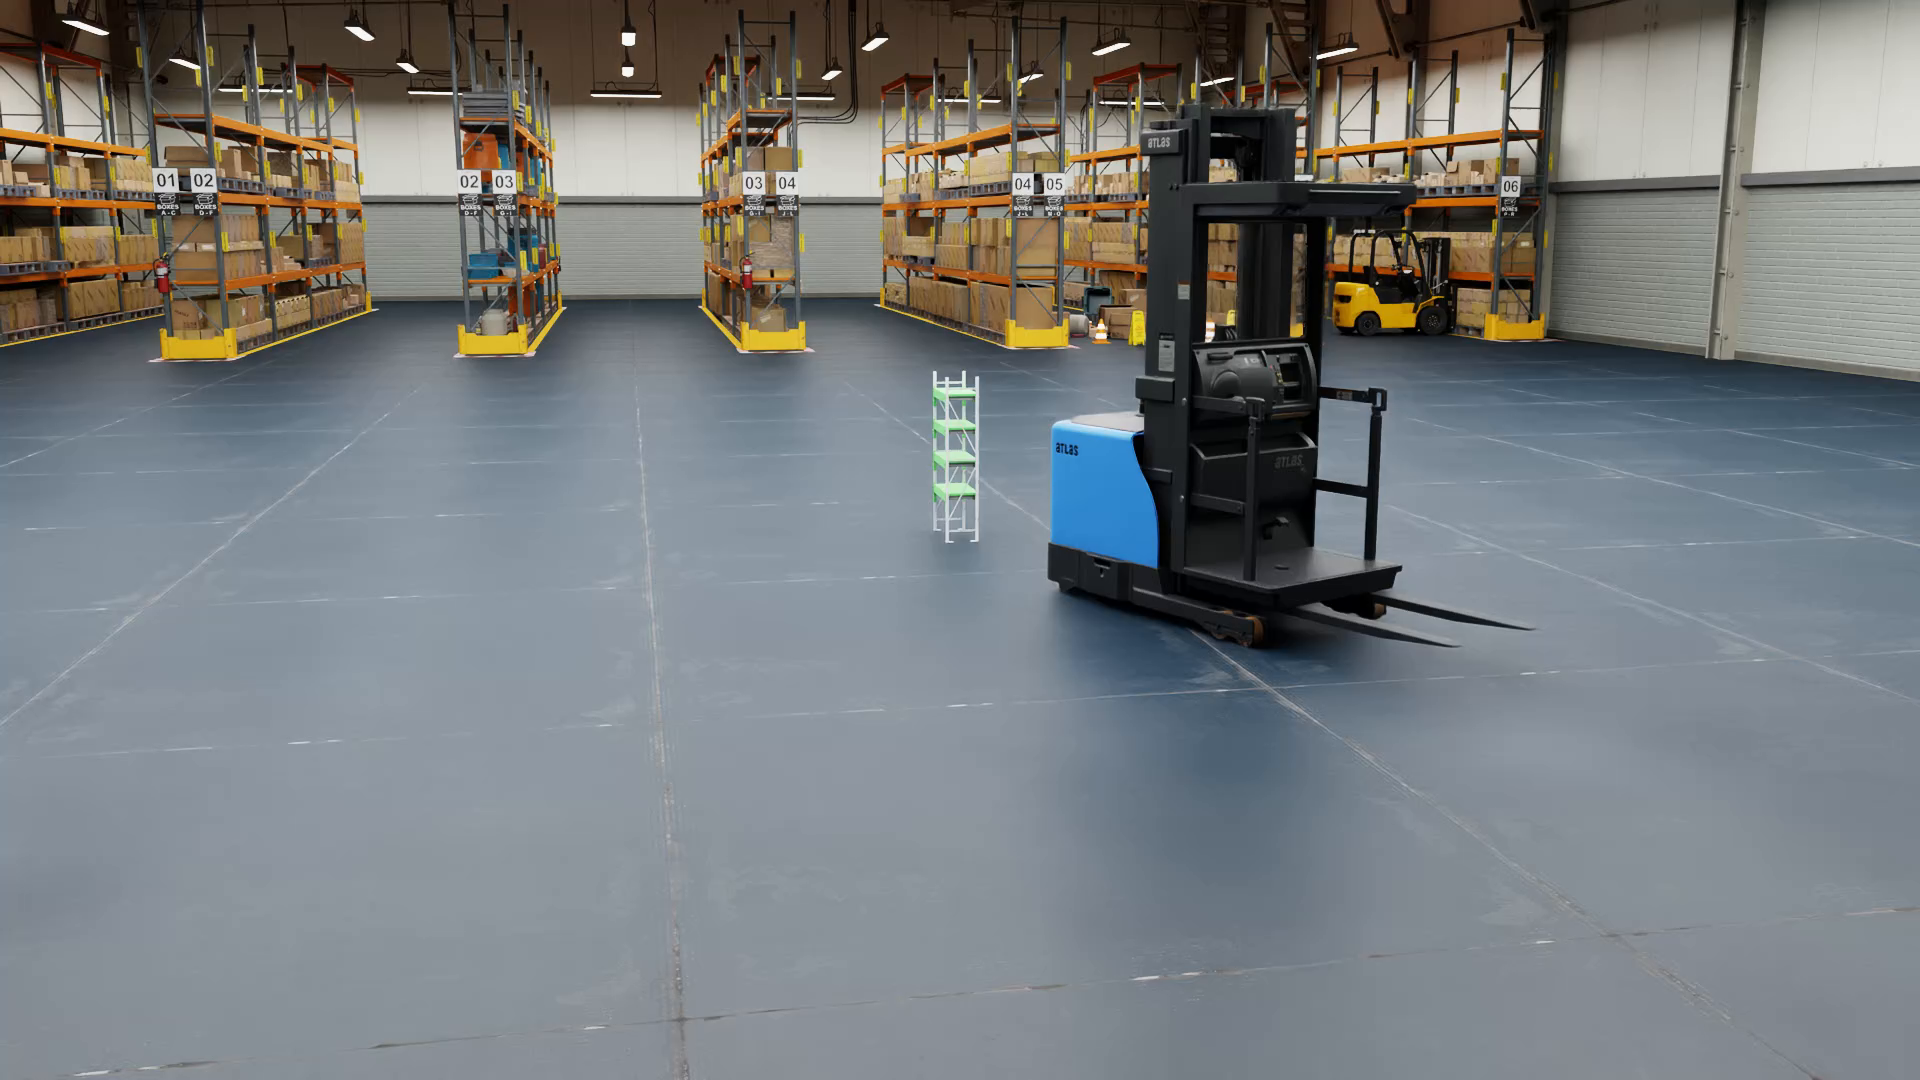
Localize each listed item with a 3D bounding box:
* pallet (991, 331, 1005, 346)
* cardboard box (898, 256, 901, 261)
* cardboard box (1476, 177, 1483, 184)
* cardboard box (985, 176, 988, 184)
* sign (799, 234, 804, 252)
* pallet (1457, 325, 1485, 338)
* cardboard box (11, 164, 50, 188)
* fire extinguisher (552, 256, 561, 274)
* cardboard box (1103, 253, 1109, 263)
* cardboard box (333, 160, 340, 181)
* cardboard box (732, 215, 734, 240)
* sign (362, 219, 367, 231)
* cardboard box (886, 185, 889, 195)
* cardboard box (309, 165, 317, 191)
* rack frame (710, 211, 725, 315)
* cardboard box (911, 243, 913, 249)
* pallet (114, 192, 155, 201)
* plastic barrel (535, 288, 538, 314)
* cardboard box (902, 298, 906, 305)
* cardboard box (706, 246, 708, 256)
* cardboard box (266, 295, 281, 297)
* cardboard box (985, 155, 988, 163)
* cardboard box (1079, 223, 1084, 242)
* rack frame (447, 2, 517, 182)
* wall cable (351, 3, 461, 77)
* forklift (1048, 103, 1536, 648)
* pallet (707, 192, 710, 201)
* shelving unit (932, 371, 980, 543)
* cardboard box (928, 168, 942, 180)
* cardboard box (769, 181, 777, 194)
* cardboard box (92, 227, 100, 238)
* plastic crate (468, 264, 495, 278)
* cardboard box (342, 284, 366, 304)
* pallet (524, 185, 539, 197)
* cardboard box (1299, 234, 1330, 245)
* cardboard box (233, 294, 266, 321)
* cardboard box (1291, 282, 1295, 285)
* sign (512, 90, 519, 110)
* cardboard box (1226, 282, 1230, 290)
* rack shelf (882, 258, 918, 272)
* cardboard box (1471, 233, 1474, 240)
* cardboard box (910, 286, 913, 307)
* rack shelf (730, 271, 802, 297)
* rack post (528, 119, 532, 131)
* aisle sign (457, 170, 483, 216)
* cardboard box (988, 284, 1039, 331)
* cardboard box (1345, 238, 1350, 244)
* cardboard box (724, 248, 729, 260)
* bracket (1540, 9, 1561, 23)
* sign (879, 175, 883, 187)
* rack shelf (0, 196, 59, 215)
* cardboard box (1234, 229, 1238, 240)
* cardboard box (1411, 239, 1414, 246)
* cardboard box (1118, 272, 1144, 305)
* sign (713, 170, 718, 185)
[{"bbox_3d":[1.219,-3.927,32.263,1.003,0.211,1.213,-2,11,-11],"label":"pallet"},{"bbox_3d":[-1.427,-7.465,44.069,0.380,0.149,0.250,-3,11,-13],"label":"cardboard box"},{"bbox_3d":[10.696,-7.279,33.676,0.380,0.149,0.250,-2,11,-13],"label":"cardboard box"},{"bbox_3d":[0.706,-7.134,32.914,0.380,0.149,0.250,-2,11,-10],"label":"cardboard box"},{"bbox_3d":[-2.902,-5.436,30.419,0.100,0.325,0.005,-2,11,-11],"label":"sign"},{"bbox_3d":[10.965,-4.301,34.231,1.003,0.211,1.213,-2,11,-11],"label":"pallet"},{"bbox_3d":[-19.715,-7.742,35.382,0.700,0.500,0.500,-3,11,-15],"label":"cardboard box"},{"bbox_3d":[-10.988,-7.568,45.142,0.296,0.674,0.183,-2,11,-11],"label":"fire extinguisher"},{"bbox_3d":[3.966,-7.199,42.397,0.500,0.250,0.500,-2,11,-11],"label":"cardboard box"},{"bbox_3d":[-15.576,-9.031,40.657,0.700,0.500,0.500,-2,11,-11],"label":"cardboard box"},{"bbox_3d":[-4.275,-6.228,33.156,0.500,0.500,0.500,-2,11,-11],"label":"cardboard box"},{"bbox_3d":[-15.716,-8.306,43.874,0.100,0.325,0.005,-2,11,-11],"label":"sign"},{"bbox_3d":[-1.728,-9.547,45.375,0.500,0.250,0.500,-2,11,-12],"label":"cardboard box"},{"bbox_3d":[-15.308,-8.394,38.593,0.600,0.600,0.600,-2,11,-12],"label":"cardboard box"},{"bbox_3d":[-5.768,-7.192,41.959,1.000,3.000,0.127,-2,11,-11],"label":"rack frame"},{"bbox_3d":[-0.998,-7.253,41.035,0.380,0.149,0.250,-2,11,-12],"label":"cardboard box"},{"bbox_3d":[-20.968,-8.679,41.990,1.003,0.211,1.213,-2,11,-11],"label":"pallet"},{"bbox_3d":[-10.180,-5.596,38.901,0.600,0.588,0.708,-2,11,-11],"label":"plastic barrel"},{"bbox_3d":[-1.294,-6.219,43.350,0.380,0.149,0.250,-2,11,-10],"label":"cardboard box"},{"bbox_3d":[-6.409,-7.617,43.800,0.500,0.250,0.500,-2,11,-12],"label":"cardboard box"},{"bbox_3d":[-14.894,-5.123,35.820,0.500,0.311,0.500,-2,11,-9],"label":"cardboard box"},{"bbox_3d":[0.706,-7.526,32.839,0.380,0.149,0.250,-2,11,-11],"label":"cardboard box"},{"bbox_3d":[3.499,-8.262,44.642,0.500,0.500,0.500,-2,11,-12],"label":"cardboard box"},{"bbox_3d":[-8.292,-7.758,28.889,1.000,3.000,0.127,-2,11,-11],"label":"rack frame"},{"bbox_3d":[-16.182,-14.783,48.433,3.097,2.526,0.112,-2,11,-11],"label":"wall cable"},{"bbox_3d":[1.827,-0.959,9.395,1.130,2.935,3.031,-8,13,-35],"label":"forklift"},{"bbox_3d":[-5.917,-8.772,42.478,1.003,0.211,1.213,-2,11,-11],"label":"pallet"},{"bbox_3d":[-0.032,-0.620,12.244,0.258,1.200,0.503,-2,11,-11],"label":"shelving unit"},{"bbox_3d":[-0.553,-8.677,39.425,0.396,0.266,0.258,-2,11,-11],"label":"cardboard box"},{"bbox_3d":[-3.274,-6.489,30.643,0.500,0.250,0.500,-2,11,-9],"label":"cardboard box"},{"bbox_3d":[-19.813,-6.961,37.624,0.500,0.250,0.500,-2,11,-10],"label":"cardboard box"},{"bbox_3d":[-8.804,-4.938,30.516,0.499,0.251,0.408,-2,11,-11],"label":"plastic crate"},{"bbox_3d":[-15.916,-6.463,43.640,0.500,0.500,0.500,-2,11,-11],"label":"cardboard box"},{"bbox_3d":[-8.834,-6.796,32.365,1.213,0.211,1.003,-2,11,-11],"label":"pallet"},{"bbox_3d":[9.100,-7.549,42.439,0.797,0.503,0.637,-2,11,-12],"label":"cardboard box"},{"bbox_3d":[-13.539,-4.420,31.620,0.500,0.500,0.500,-2,11,-11],"label":"cardboard box"},{"bbox_3d":[8.899,-6.763,43.535,0.380,0.149,0.250,-2,11,-11],"label":"cardboard box"},{"bbox_3d":[-7.752,-7.674,29.009,0.100,0.325,0.005,-2,11,-11],"label":"sign"},{"bbox_3d":[5.642,-5.191,33.937,0.380,0.149,0.250,-2,11,-9],"label":"cardboard box"},{"bbox_3d":[-1.272,-7.367,44.804,1.077,0.370,4.000,-2,11,-11],"label":"rack shelf"},{"bbox_3d":[10.747,-6.244,34.181,0.380,0.149,0.250,-2,11,-11],"label":"cardboard box"},{"bbox_3d":[-0.999,-6.187,42.241,0.500,0.500,0.500,-2,11,-9],"label":"cardboard box"},{"bbox_3d":[-3.823,-5.004,32.391,1.077,0.370,4.000,-2,11,-11],"label":"rack shelf"},{"bbox_3d":[-10.030,-9.319,37.295,0.954,0.300,0.937,-2,11,-11],"label":"rack post"},{"bbox_3d":[-8.570,-6.064,29.081,0.394,0.787,0.004,-2,11,-11],"label":"aisle sign"},{"bbox_3d":[1.081,-4.599,32.894,0.875,0.875,0.875,-2,11,-12],"label":"cardboard box"},{"bbox_3d":[9.500,-7.203,40.017,0.380,0.149,0.250,-2,11,-9],"label":"cardboard box"},{"bbox_3d":[-4.890,-6.275,36.421,0.500,0.250,0.500,-2,11,-13],"label":"cardboard box"},{"bbox_3d":[11.636,-10.319,32.719,0.235,0.232,0.430,-2,11,-11],"label":"bracket"},{"bbox_3d":[-2.193,-9.970,46.198,0.100,0.325,0.005,-2,11,-11],"label":"sign"},{"bbox_3d":[-19.177,-6.671,33.125,1.077,0.370,4.000,-2,11,-11],"label":"rack shelf"},{"bbox_3d":[5.882,-6.217,33.099,0.700,0.500,0.500,-2,11,-10],"label":"cardboard box"},{"bbox_3d":[10.181,-6.566,36.669,0.380,0.149,0.250,-2,11,-12],"label":"cardboard box"},{"bbox_3d":[4.509,-6.275,41.700,0.875,0.875,0.875,-2,11,-10],"label":"cardboard box"},{"bbox_3d":[-5.536,-8.206,37.671,0.100,0.325,0.005,-2,11,-11],"label":"sign"}]
